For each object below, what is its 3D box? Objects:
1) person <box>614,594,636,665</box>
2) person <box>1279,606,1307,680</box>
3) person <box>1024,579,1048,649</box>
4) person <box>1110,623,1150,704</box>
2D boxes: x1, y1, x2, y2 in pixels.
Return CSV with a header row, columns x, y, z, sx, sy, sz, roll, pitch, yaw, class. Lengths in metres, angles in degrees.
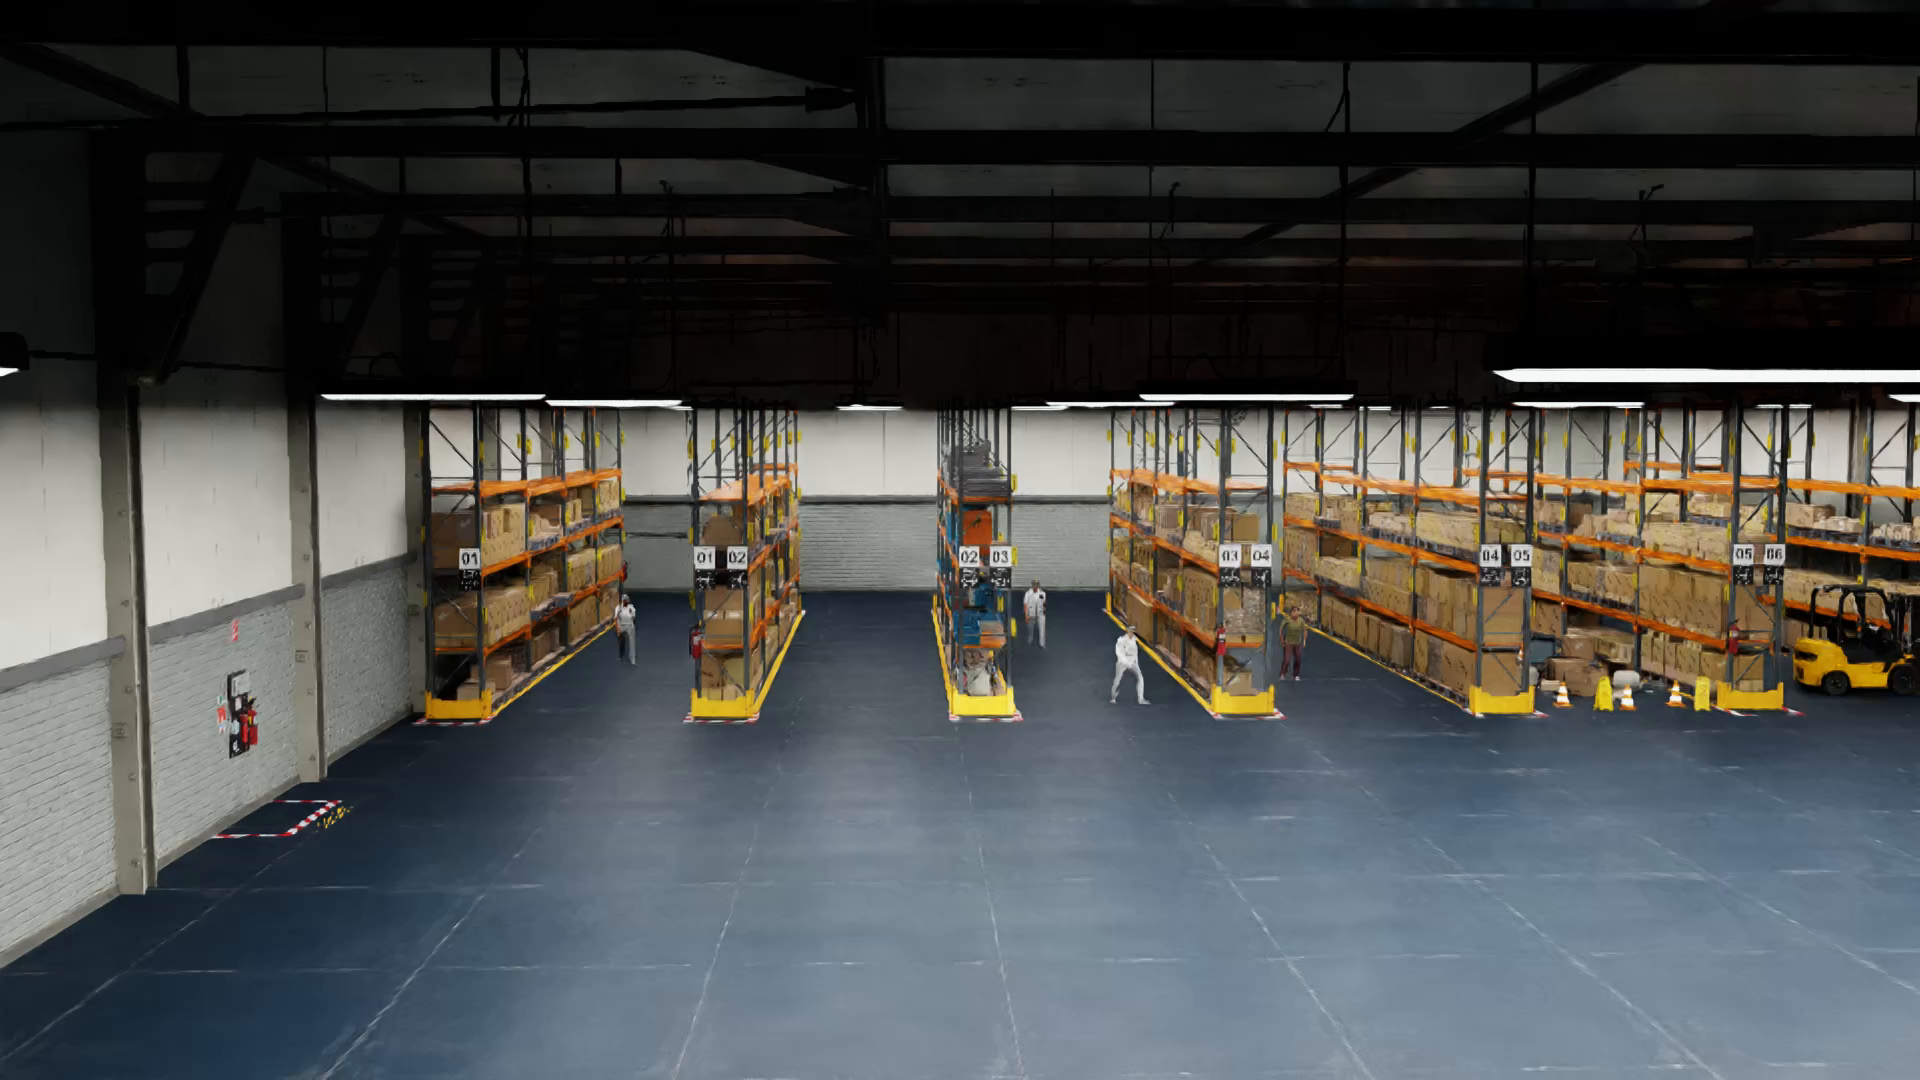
x,y,z,sx,sy,sz,roll,pitch,yaw,class
-7.559,2.011,37.567,0.490,1.597,0.999,-1,4,-10,person
7.075,2.191,35.363,0.598,1.619,0.507,0,4,-4,person
1.813,1.765,40.110,0.547,1.670,1.116,0,4,-4,person
3.277,2.399,32.519,0.642,1.612,0.787,-2,5,-21,person
